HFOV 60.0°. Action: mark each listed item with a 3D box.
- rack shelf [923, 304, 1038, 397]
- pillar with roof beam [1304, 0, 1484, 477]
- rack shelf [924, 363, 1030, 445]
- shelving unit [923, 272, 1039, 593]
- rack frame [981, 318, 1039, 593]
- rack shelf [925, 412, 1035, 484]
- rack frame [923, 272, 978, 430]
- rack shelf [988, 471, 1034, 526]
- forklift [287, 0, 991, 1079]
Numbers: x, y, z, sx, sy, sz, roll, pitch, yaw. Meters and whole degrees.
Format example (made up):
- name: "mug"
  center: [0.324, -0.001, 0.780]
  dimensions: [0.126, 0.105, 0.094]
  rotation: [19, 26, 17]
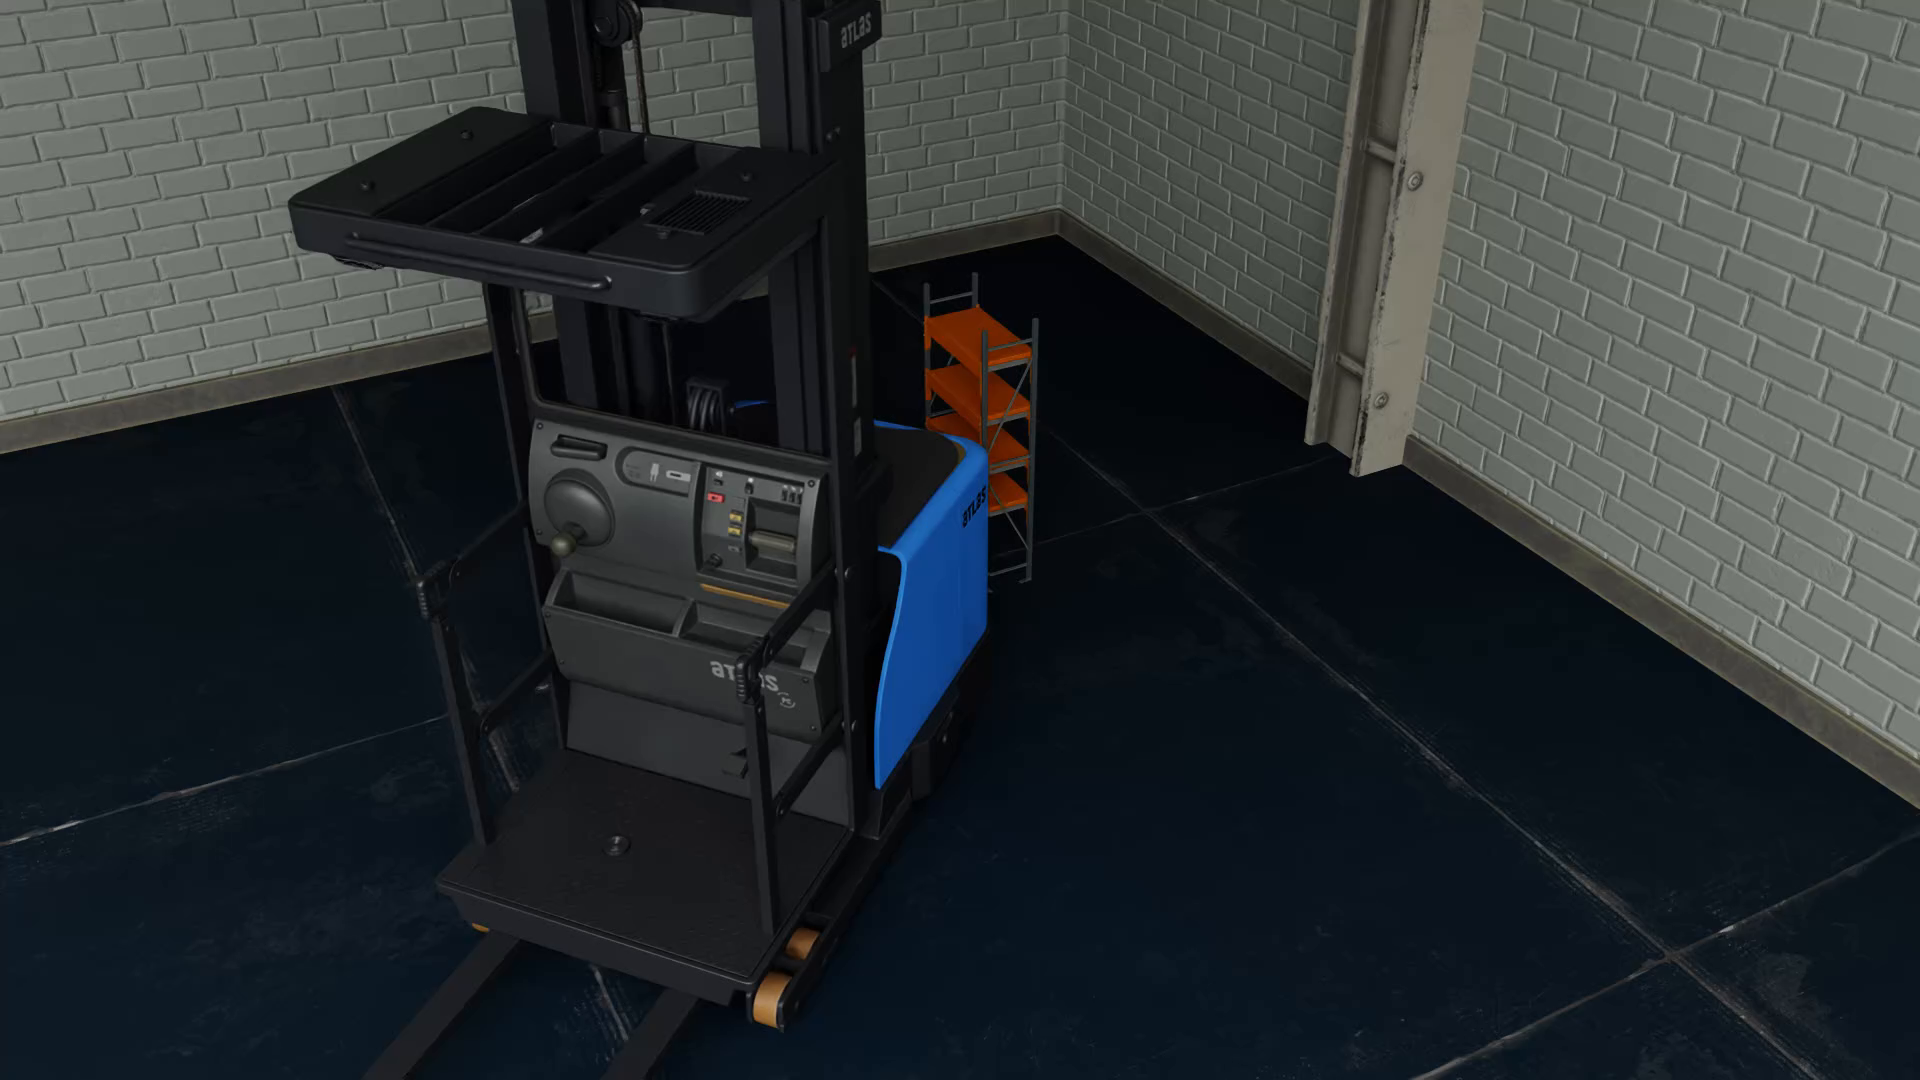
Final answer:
- name: "rack shelf"
  center: [0.077, -0.757, 6.591]
  dimensions: [0.258, 0.148, 0.480]
  rotation: [-16, 36, -23]
- name: "pillar with roof beam"
  center: [-1.930, -3.129, 3.793]
  dimensions: [9.100, 9.000, 0.400]
  rotation: [-16, 36, -23]
- name: "rack shelf"
  center: [0.077, -0.558, 6.719]
  dimensions: [0.258, 0.148, 0.480]
  rotation: [-16, 36, -23]
- name: "shelving unit"
  center: [0.077, -0.426, 6.803]
  dimensions: [0.258, 1.200, 0.503]
  rotation: [-16, 36, -23]
- name: "rack frame"
  center: [0.191, -0.310, 6.621]
  dimensions: [0.240, 1.200, 0.015]
  rotation: [-16, 36, -23]
- name: "rack shelf"
  center: [0.077, -0.370, 6.839]
  dimensions: [0.258, 0.148, 0.480]
  rotation: [-16, 36, -23]
- name: "rack frame"
  center: [-0.037, -0.543, 6.985]
  dimensions: [0.240, 1.200, 0.015]
  rotation: [-16, 36, -23]
- name: "rack shelf"
  center: [0.077, -0.202, 6.946]
  dimensions: [0.258, 0.148, 0.480]
  rotation: [-16, 36, -23]
- name: "forklift"
  center: [-0.904, -0.036, 4.590]
  dimensions: [1.130, 2.935, 3.031]
  rotation: [12, 35, 18]
